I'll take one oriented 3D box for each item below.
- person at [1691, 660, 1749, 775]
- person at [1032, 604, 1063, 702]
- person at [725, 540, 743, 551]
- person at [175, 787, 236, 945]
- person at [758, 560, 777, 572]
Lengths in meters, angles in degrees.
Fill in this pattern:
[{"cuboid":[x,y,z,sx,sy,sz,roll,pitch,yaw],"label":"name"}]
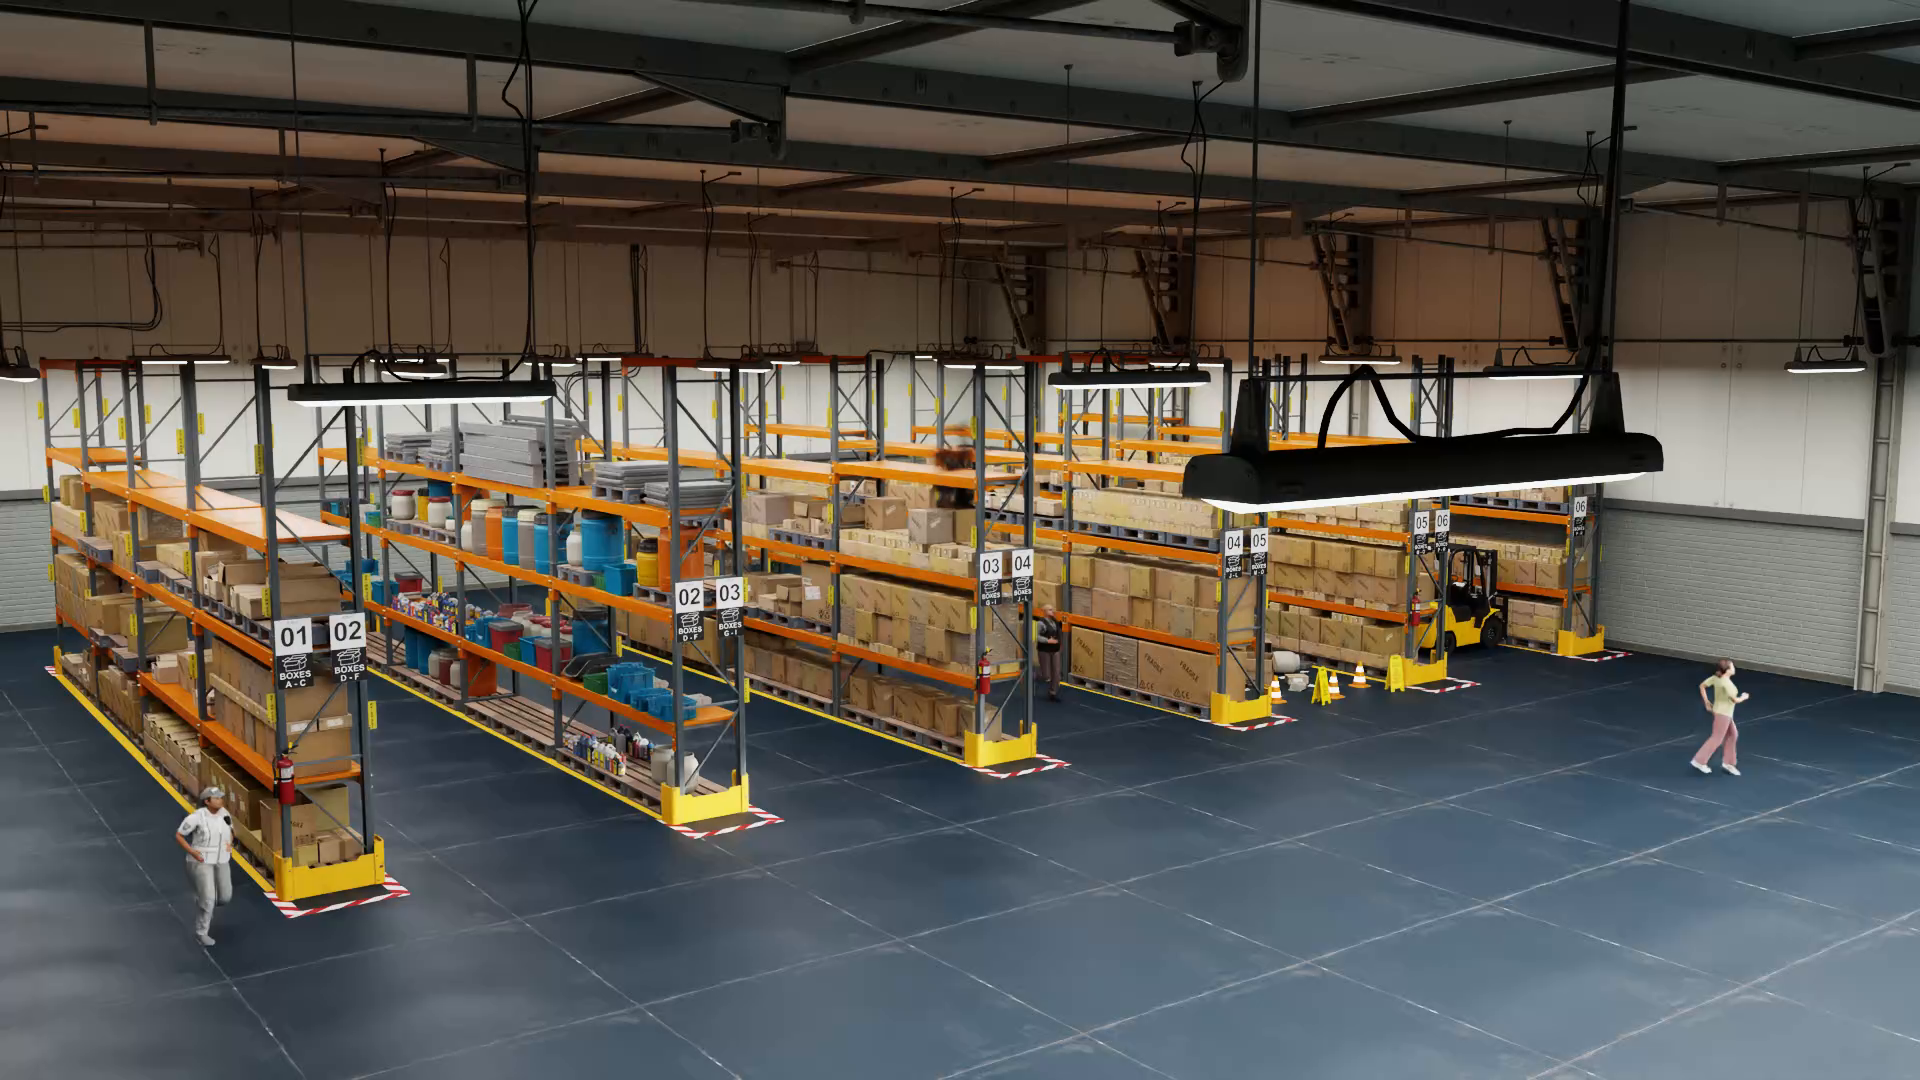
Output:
[{"cuboid":[11.084,2.596,24.222,0.755,1.737,0.564,1,7,5],"label":"person"},{"cuboid":[1.531,1.968,29.329,0.665,1.693,0.775,-6,9,-40],"label":"person"},{"cuboid":[-5.786,0.541,41.387,0.680,1.707,0.821,7,10,44],"label":"person"},{"cuboid":[-8.021,3.433,17.776,0.689,1.614,0.634,4,8,32],"label":"person"},{"cuboid":[-4.782,0.454,41.802,0.597,1.709,0.708,0,7,-3],"label":"person"}]
